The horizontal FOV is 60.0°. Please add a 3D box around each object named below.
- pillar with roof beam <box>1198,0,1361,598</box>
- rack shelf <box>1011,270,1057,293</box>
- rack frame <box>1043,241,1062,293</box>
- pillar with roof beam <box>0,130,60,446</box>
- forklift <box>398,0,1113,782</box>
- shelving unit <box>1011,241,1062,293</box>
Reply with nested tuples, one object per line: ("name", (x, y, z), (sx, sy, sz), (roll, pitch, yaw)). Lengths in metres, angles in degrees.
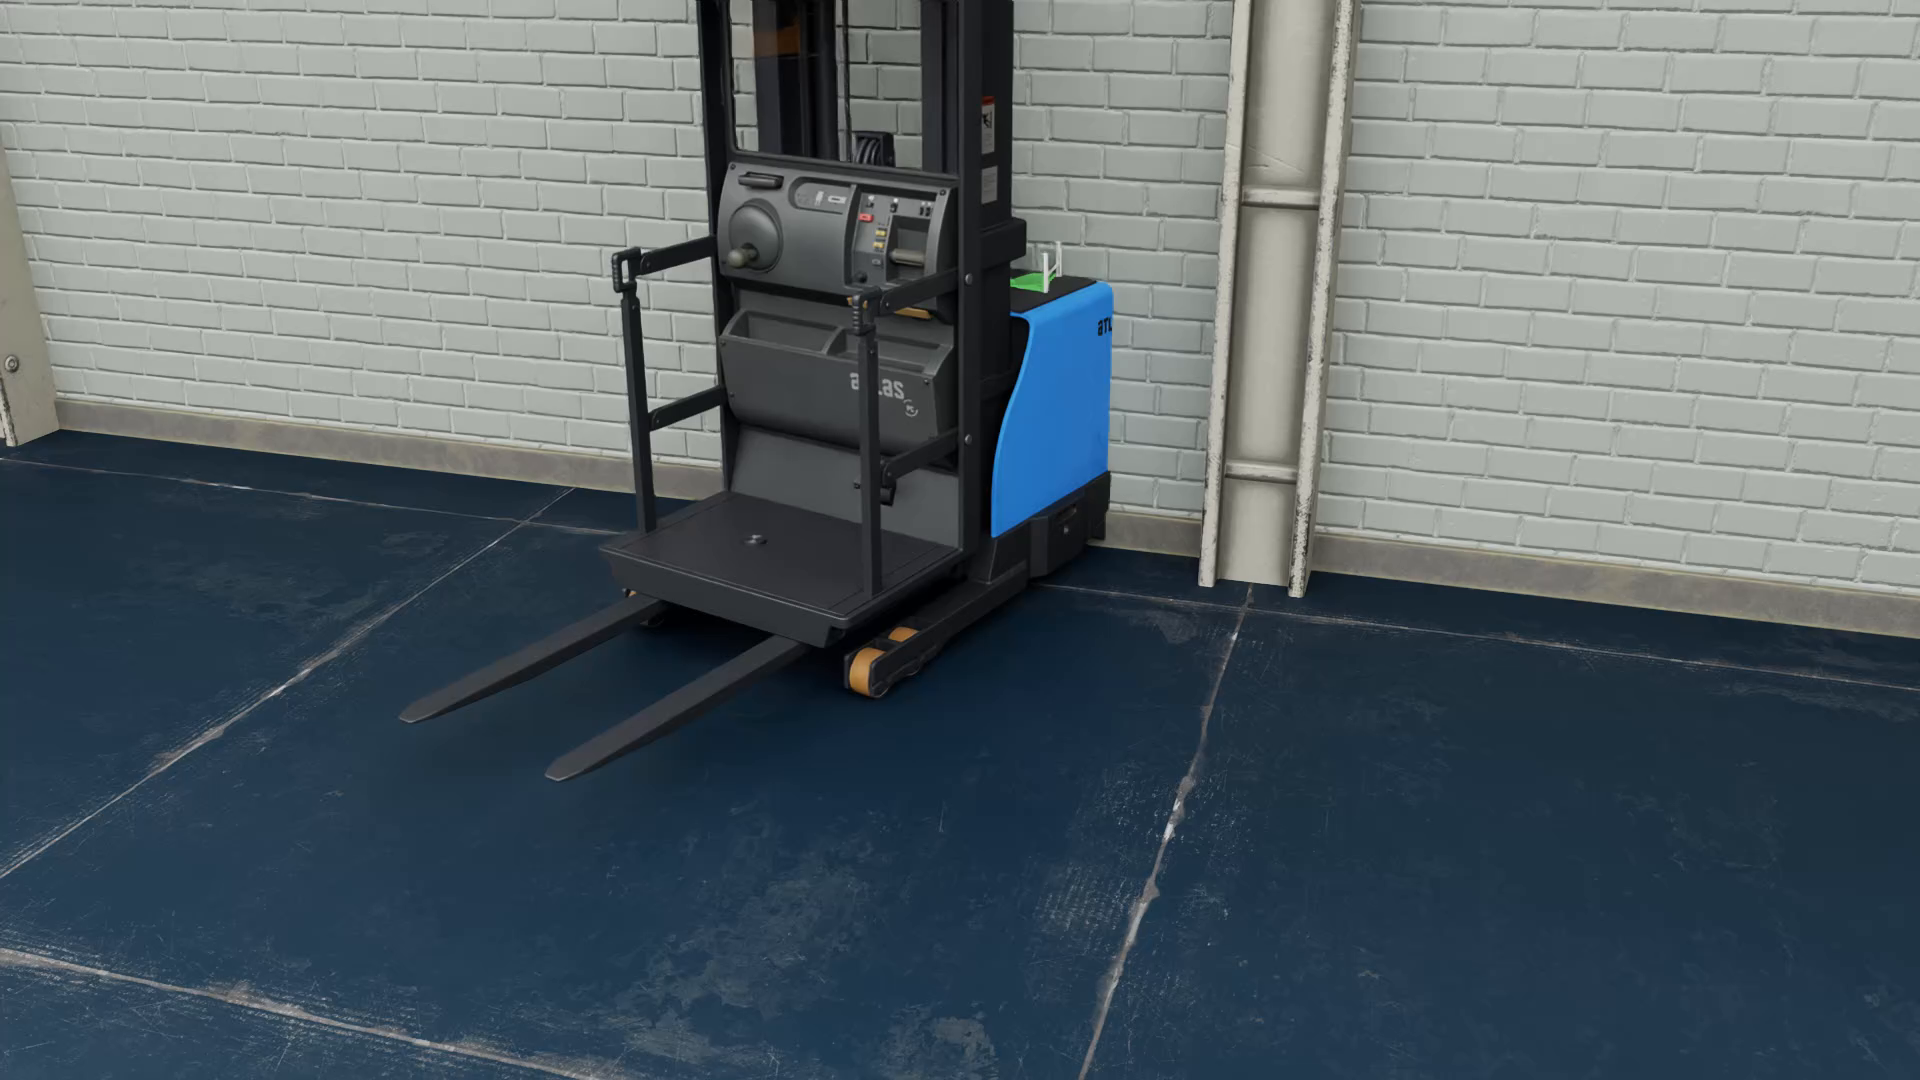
("pillar with roof beam", (-0.101, -2.460, 0.910), (0.400, 9.000, 9.100), (7, 23, 16))
("rack shelf", (0.116, -0.933, 6.324), (0.480, 0.148, 0.258), (3, 21, 16))
("rack frame", (0.367, -0.528, 6.399), (0.015, 1.200, 0.240), (3, 21, 16))
("pillar with roof beam", (-5.845, -3.118, 2.513), (0.400, 9.000, 9.100), (7, 23, 16))
("forklift", (-0.551, -1.037, 5.437), (1.130, 2.935, 3.031), (14, 26, 31))
("shelving unit", (0.132, -0.542, 6.465), (0.503, 1.200, 0.258), (3, 21, 16))
